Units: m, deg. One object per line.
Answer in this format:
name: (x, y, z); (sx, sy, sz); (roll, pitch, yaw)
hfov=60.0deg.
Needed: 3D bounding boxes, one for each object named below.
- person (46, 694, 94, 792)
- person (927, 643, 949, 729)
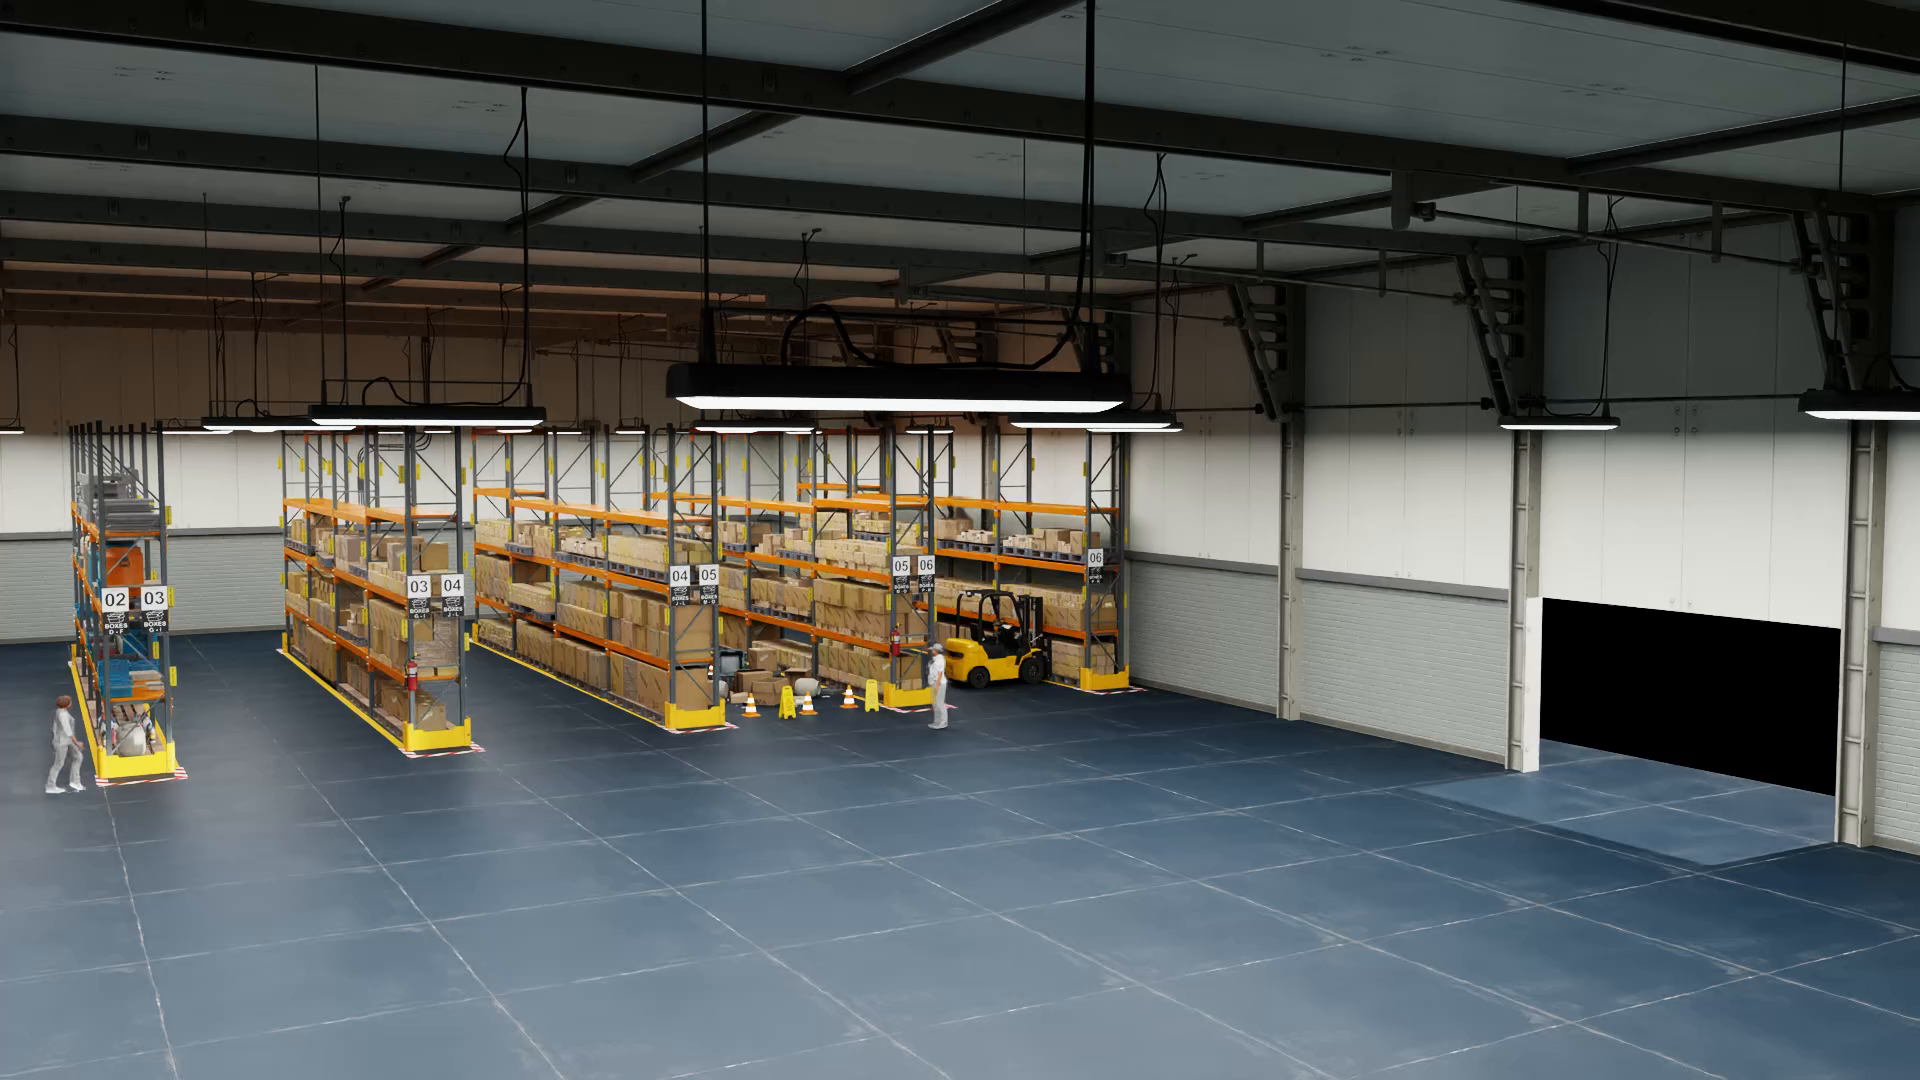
person: (-14.295, 3.265, 26.646); (0.669, 1.597, 0.436); (-2, 4, -24)
person: (-0.461, 2.872, 32.770); (0.420, 1.682, 0.584); (-1, 4, -21)
